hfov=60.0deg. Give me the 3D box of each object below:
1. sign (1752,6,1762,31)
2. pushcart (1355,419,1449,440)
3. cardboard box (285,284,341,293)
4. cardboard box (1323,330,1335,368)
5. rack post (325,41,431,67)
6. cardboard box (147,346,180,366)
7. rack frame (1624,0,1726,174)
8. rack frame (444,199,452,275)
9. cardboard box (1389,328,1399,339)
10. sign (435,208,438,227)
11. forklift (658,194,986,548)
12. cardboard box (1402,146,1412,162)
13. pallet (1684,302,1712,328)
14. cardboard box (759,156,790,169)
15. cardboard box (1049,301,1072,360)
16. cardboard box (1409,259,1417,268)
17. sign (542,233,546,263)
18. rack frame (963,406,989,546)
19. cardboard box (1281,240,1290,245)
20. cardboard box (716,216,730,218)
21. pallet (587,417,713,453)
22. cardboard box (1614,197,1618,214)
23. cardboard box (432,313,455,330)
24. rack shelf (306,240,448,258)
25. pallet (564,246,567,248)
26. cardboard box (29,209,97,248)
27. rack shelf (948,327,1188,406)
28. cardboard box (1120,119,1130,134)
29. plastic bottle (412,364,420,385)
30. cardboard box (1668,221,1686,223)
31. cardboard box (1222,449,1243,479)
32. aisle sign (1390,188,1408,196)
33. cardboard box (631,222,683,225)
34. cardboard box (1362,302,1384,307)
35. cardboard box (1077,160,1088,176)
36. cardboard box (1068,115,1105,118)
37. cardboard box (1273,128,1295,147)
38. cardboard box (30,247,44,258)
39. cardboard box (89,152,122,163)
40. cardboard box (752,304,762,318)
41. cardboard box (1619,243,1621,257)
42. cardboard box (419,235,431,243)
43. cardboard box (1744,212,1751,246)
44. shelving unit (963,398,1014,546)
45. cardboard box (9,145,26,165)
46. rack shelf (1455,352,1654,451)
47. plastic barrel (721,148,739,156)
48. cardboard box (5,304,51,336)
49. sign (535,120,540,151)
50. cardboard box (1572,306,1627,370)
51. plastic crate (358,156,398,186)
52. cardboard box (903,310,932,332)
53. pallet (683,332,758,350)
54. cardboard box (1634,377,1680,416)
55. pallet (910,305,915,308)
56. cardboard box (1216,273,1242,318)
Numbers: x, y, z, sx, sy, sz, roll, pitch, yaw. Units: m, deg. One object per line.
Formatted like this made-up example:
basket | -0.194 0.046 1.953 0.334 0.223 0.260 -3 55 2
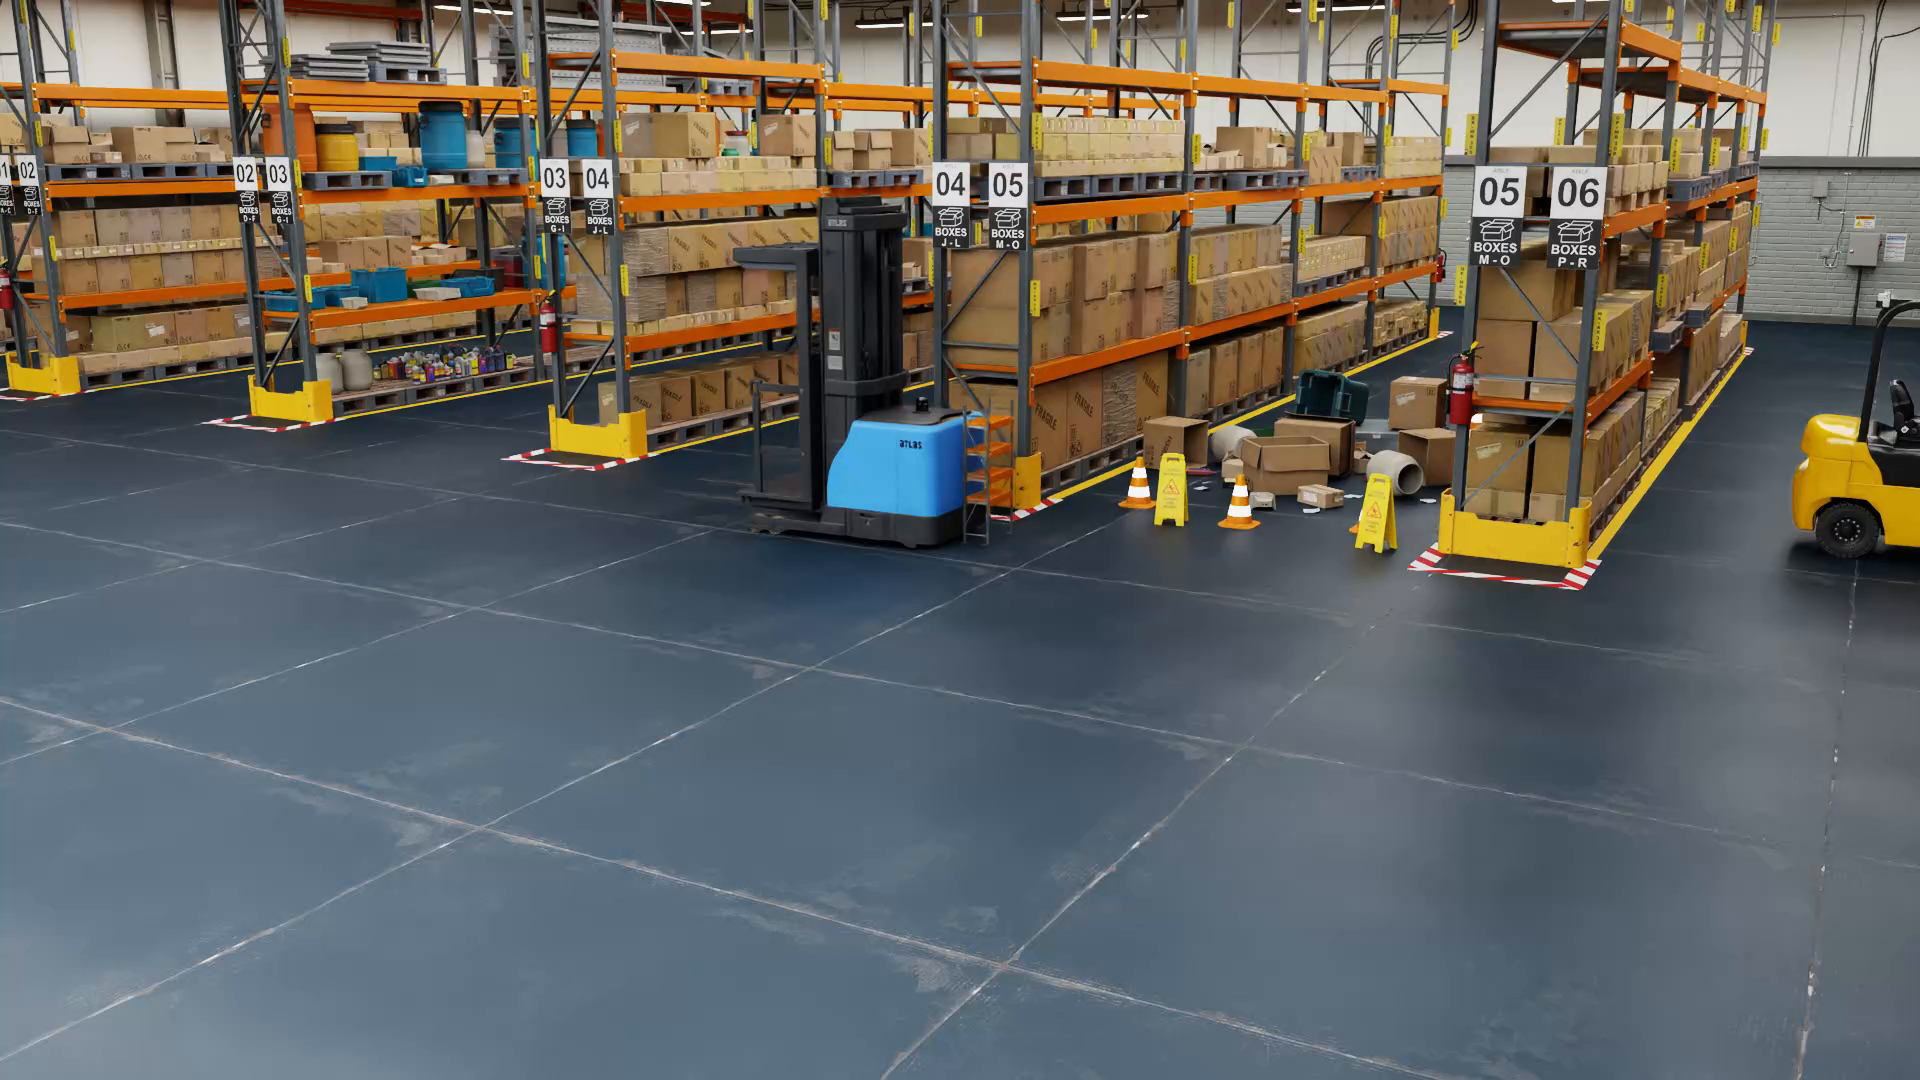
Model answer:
sign | 10.876 -7.119 22.699 0.100 0.325 0.005 7 15 28
pushcart | 4.508 -1.101 18.294 1.648 0.377 0.936 2 14 9
cardboard box | -12.751 -5.050 32.769 0.750 0.750 0.750 7 15 27
cardboard box | 5.129 -2.803 24.196 0.500 0.500 0.500 7 15 27
rack post | -7.507 -6.271 21.508 0.937 0.300 0.954 7 15 27
cardboard box | -11.816 -2.710 24.347 0.500 0.250 0.500 7 15 28
rack frame | 8.462 -5.864 19.659 1.000 3.000 0.127 7 15 28
rack frame | -11.288 -6.575 35.407 1.000 3.000 0.127 7 15 28
cardboard box | 7.063 -3.436 27.573 0.380 0.149 0.250 7 15 27
sign | -9.363 -5.778 29.798 0.100 0.325 0.005 7 15 28
forklift | -1.321 -1.575 14.812 3.031 2.935 1.130 7 15 26
cardboard box | 6.957 -6.212 26.754 0.500 0.250 0.500 8 16 29
pallet | 8.211 -2.697 19.728 1.213 0.211 1.003 7 15 28
cardboard box | -2.306 -4.624 20.383 0.380 0.149 0.250 7 15 25
cardboard box | 0.599 -2.116 16.592 0.875 0.550 0.550 7 15 28
cardboard box | 7.520 -4.703 28.176 0.380 0.149 0.250 7 15 26
sign | -4.557 -3.213 18.316 0.100 0.325 0.005 7 15 28
rack frame | 0.139 -0.547 14.243 0.240 1.200 0.015 7 15 26
cardboard box | 4.669 -4.330 24.465 0.380 0.149 0.250 8 16 30
cardboard box | -5.242 -6.654 35.522 0.500 0.500 0.500 8 15 29
pallet | -3.620 -1.252 19.277 1.003 0.211 1.213 7 15 28
cardboard box | 5.246 -2.789 13.836 0.380 0.149 0.250 8 16 30
cardboard box | -9.170 -3.820 28.948 0.500 0.250 0.500 7 15 27
rack shelf | -12.254 -5.815 33.789 1.077 0.370 4.000 7 15 28
pallet | -7.431 -5.770 32.475 1.003 0.211 1.213 7 15 28
cardboard box | -12.488 -4.337 23.142 0.700 0.500 0.500 7 15 28
rack shelf | 1.179 -1.907 17.580 1.077 0.370 4.000 7 15 28
cardboard box | 1.515 -4.221 16.968 0.380 0.149 0.250 8 16 29
plastic bottle | -7.267 -2.215 22.203 0.097 0.271 0.097 0 14 0
cardboard box | 9.710 -4.138 22.951 0.500 0.500 0.500 7 15 28
cardboard box | 2.928 -0.777 17.190 0.396 0.266 0.258 11 17 38
aisle sign | 7.720 -6.442 29.308 0.394 0.787 0.004 7 15 28
cardboard box | -3.550 -3.455 19.484 0.500 0.500 0.500 7 15 28
cardboard box | 7.087 -4.000 28.644 0.380 0.149 0.250 7 15 25
cardboard box | 1.025 -3.625 16.198 0.380 0.149 0.250 8 15 28
cardboard box | 2.181 -7.208 28.708 0.500 0.250 0.500 6 15 24
cardboard box | 4.652 -5.746 23.720 0.396 0.266 0.258 7 15 28
cardboard box | -12.733 -4.017 23.197 0.380 0.149 0.250 7 15 27
cardboard box | -12.027 -5.382 23.400 0.380 0.149 0.250 7 15 28
cardboard box | -2.641 -2.800 20.283 0.380 0.149 0.250 7 15 28
cardboard box | 6.988 -3.162 18.122 0.380 0.149 0.250 7 15 26
cardboard box | -11.305 -6.307 34.787 0.380 0.149 0.250 8 16 29
cardboard box | 12.078 -4.888 26.060 0.500 0.500 0.500 7 15 28
shelving unit | 0.249 -0.598 14.455 0.258 1.200 0.503 7 15 26
cardboard box | -15.438 -6.216 27.263 0.500 0.500 0.500 6 15 23
rack shelf | 5.562 -1.367 15.340 1.077 0.370 4.000 7 15 28
plastic barrel | -3.835 -6.410 27.758 0.294 0.245 0.294 0 14 0
cardboard box | -15.622 -3.715 27.938 0.500 0.500 0.500 6 15 24
sign | -4.557 -4.385 18.033 0.100 0.325 0.005 7 15 28
cardboard box | 5.559 -1.777 14.656 0.500 0.500 0.500 7 15 27
plastic crate | -7.758 -4.866 21.953 0.392 0.384 0.575 7 15 28
cardboard box | -0.758 -3.183 24.132 0.500 0.250 0.500 9 16 34
pallet | -4.204 -3.443 28.364 1.003 0.211 1.213 7 15 28
cardboard box | 8.180 -1.760 20.144 0.950 0.372 0.625 6 15 24
pallet | -1.114 -4.753 33.798 1.003 0.211 1.213 7 15 28
cardboard box | 3.124 -2.999 20.362 0.500 0.500 0.500 7 15 28
